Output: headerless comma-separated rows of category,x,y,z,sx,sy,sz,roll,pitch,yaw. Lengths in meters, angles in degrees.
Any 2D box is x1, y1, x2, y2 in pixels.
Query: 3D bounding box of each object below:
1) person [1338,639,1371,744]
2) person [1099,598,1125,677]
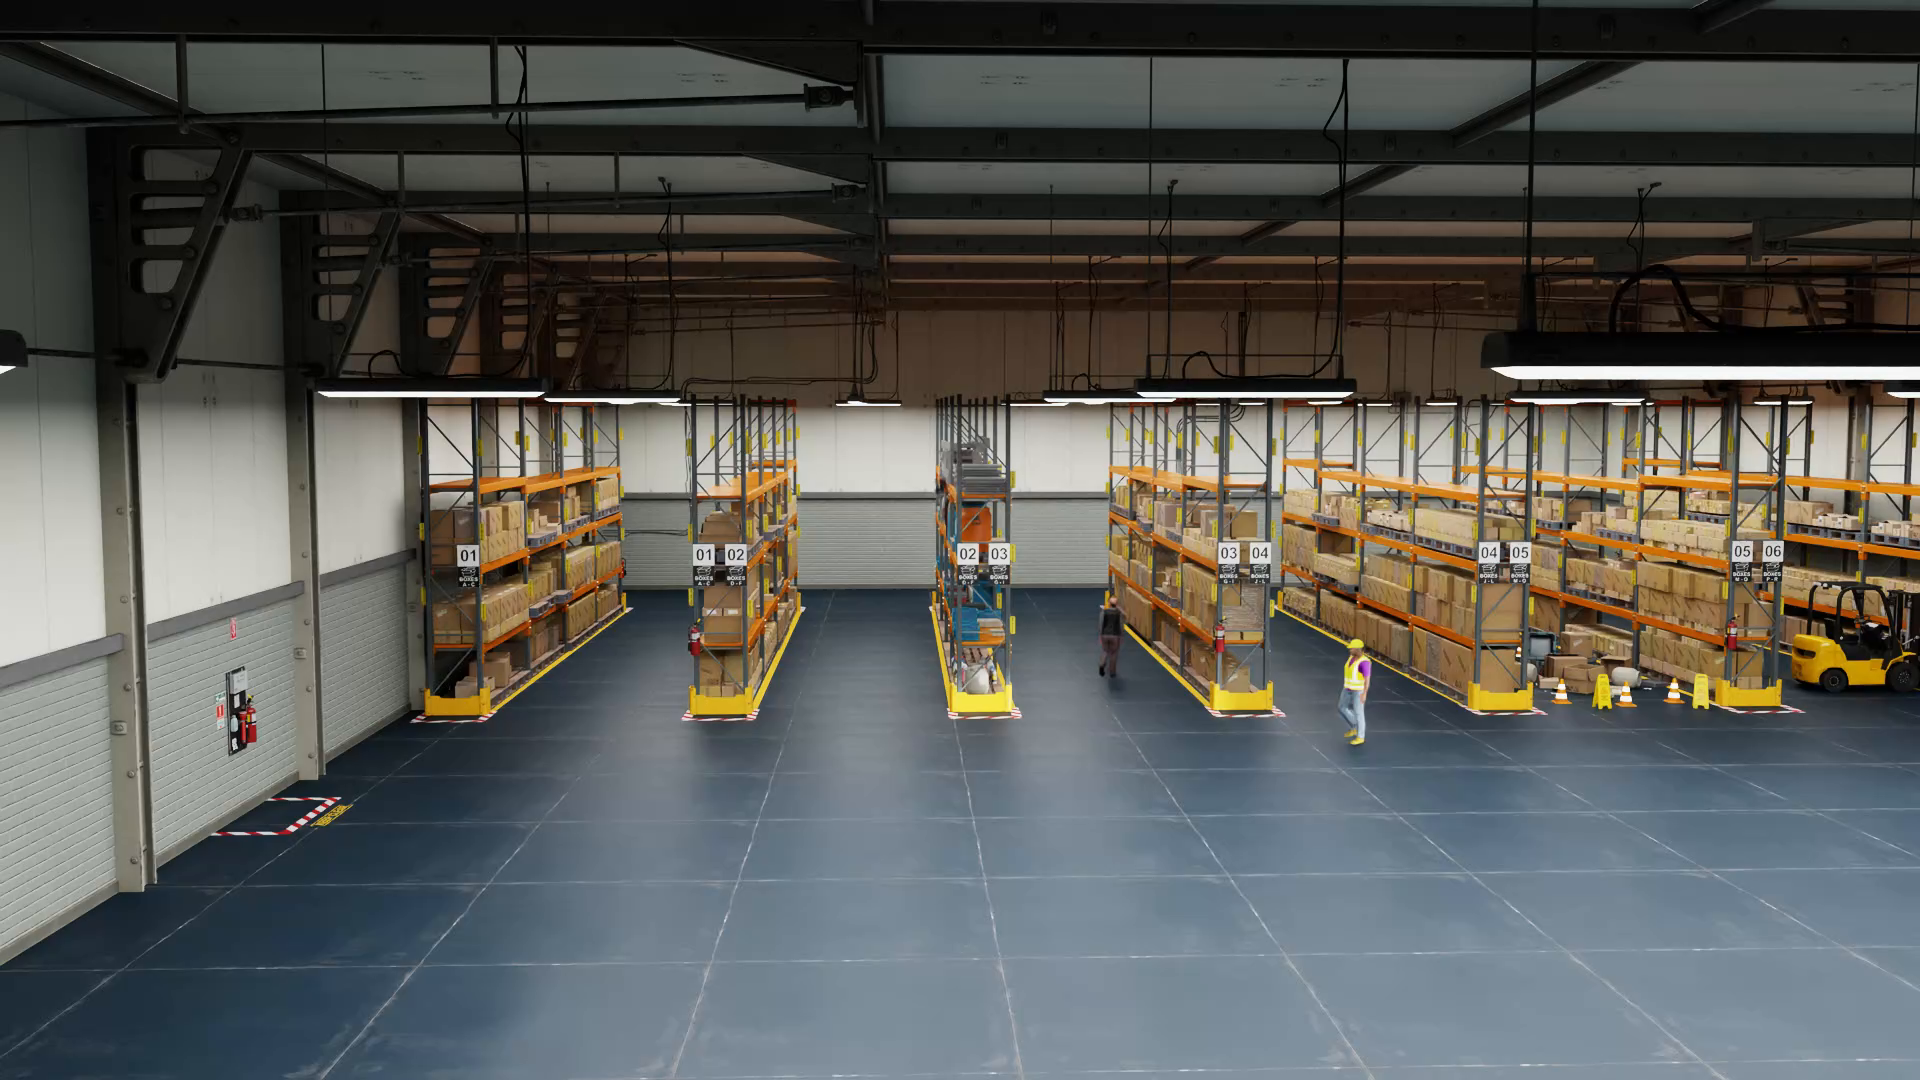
person,6.786,2.580,28.582,0.499,1.770,0.649,-3,5,-31
person,3.218,2.072,35.355,0.508,1.707,0.524,3,5,32
